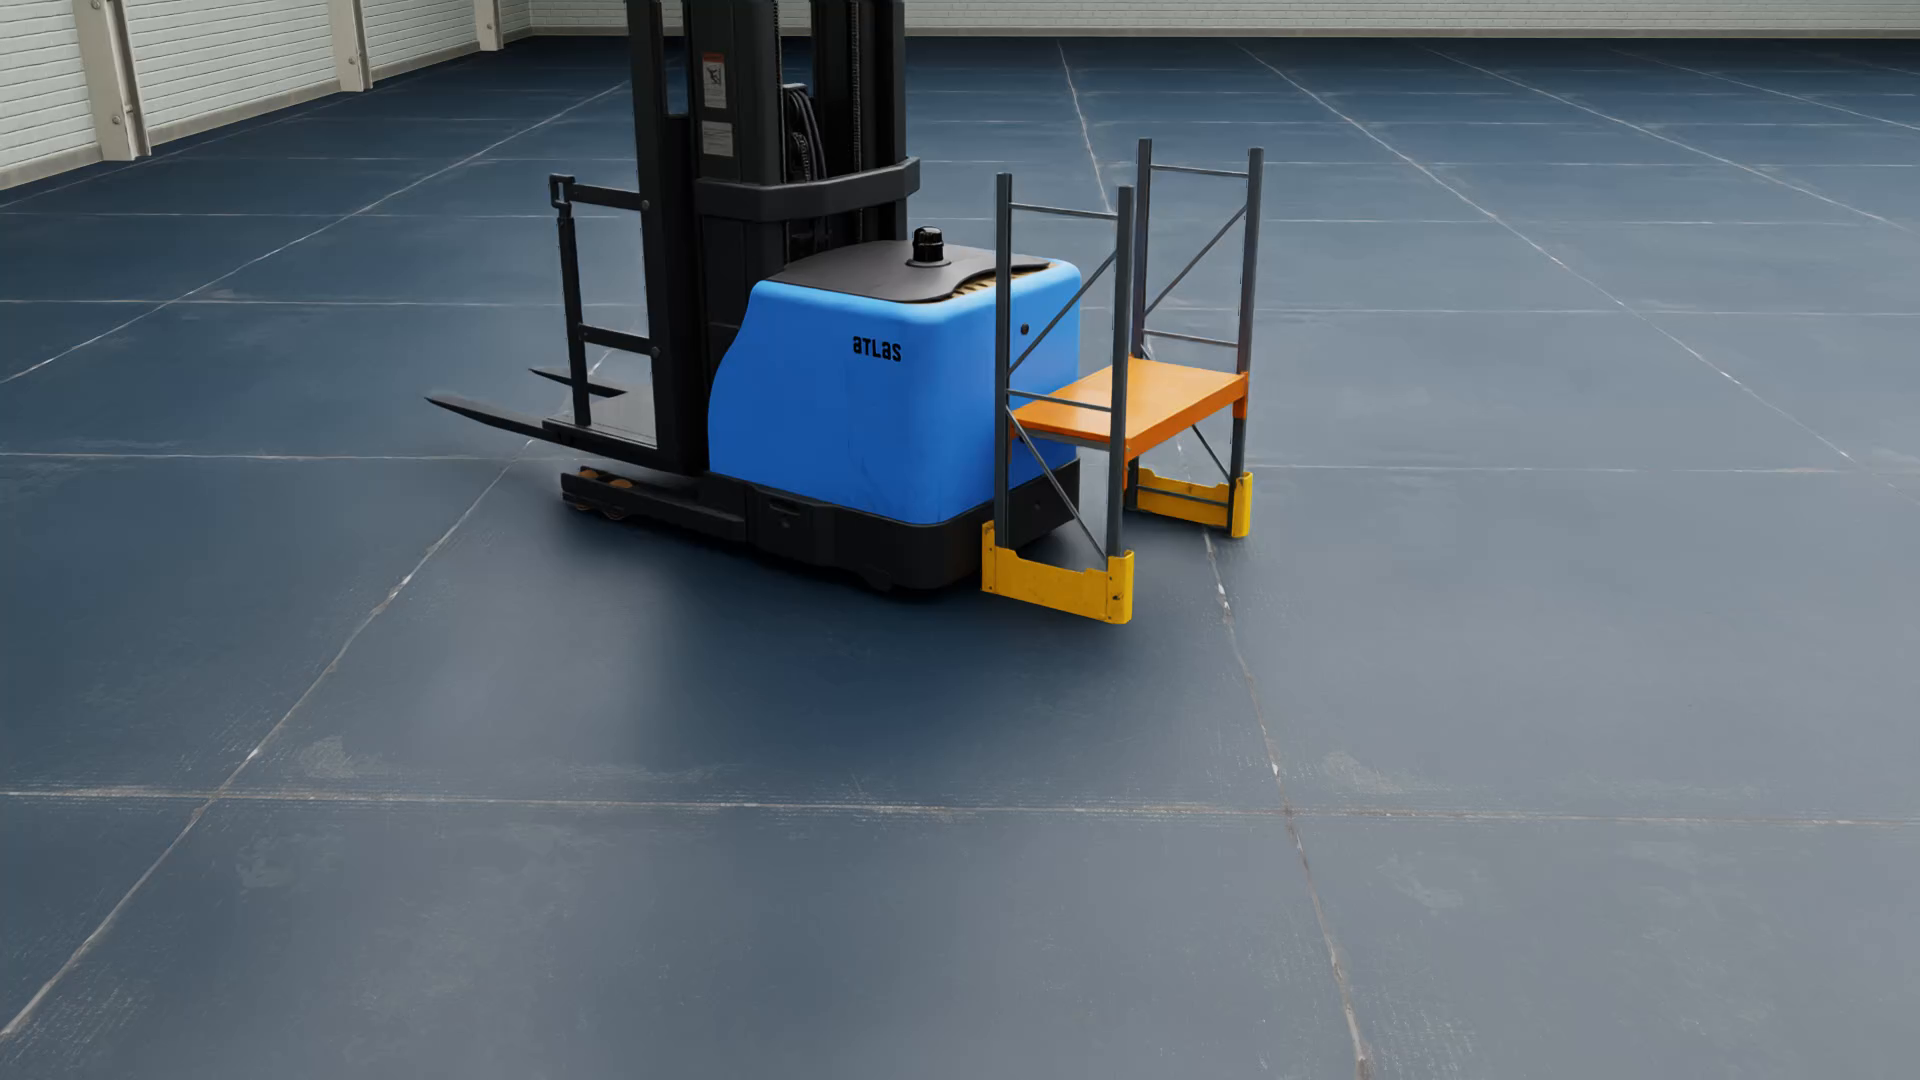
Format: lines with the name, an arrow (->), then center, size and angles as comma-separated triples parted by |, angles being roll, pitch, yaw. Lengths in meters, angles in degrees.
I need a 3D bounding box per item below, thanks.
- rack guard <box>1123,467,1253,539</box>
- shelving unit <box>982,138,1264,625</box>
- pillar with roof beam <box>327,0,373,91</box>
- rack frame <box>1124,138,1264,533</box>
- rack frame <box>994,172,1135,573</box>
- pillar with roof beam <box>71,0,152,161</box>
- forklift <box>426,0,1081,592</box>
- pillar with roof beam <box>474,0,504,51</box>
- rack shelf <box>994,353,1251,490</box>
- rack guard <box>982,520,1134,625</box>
rack guard -> 0.884, -0.190, 6.673 | 0.587, 0.250, 0.087 | 13, 25, 31
shelving unit -> 0.612, -0.622, 6.058 | 0.587, 1.500, 1.083 | 13, 25, 31
pillar with roof beam -> -3.553, -10.005, 19.873 | 9.100, 9.000, 0.400 | 1, 21, 2
rack frame -> 0.895, -0.779, 6.462 | 0.500, 1.500, 0.032 | 13, 25, 31
rack frame -> 0.339, -0.471, 5.669 | 0.500, 1.500, 0.032 | 13, 25, 31
pillar with roof beam -> -3.736, -7.835, 14.282 | 9.100, 9.000, 0.400 | 1, 21, 2
forklift -> -1.019, -1.584, 6.560 | 3.031, 2.935, 1.130 | 15, 26, 33
pillar with roof beam -> -3.371, -12.174, 25.464 | 9.100, 9.000, 0.400 | 1, 21, 2
rack shelf -> 0.617, -0.457, 6.130 | 0.538, 0.185, 1.000 | 13, 25, 31
rack guard -> 0.339, 0.112, 5.896 | 0.587, 0.250, 0.087 | 13, 25, 31
